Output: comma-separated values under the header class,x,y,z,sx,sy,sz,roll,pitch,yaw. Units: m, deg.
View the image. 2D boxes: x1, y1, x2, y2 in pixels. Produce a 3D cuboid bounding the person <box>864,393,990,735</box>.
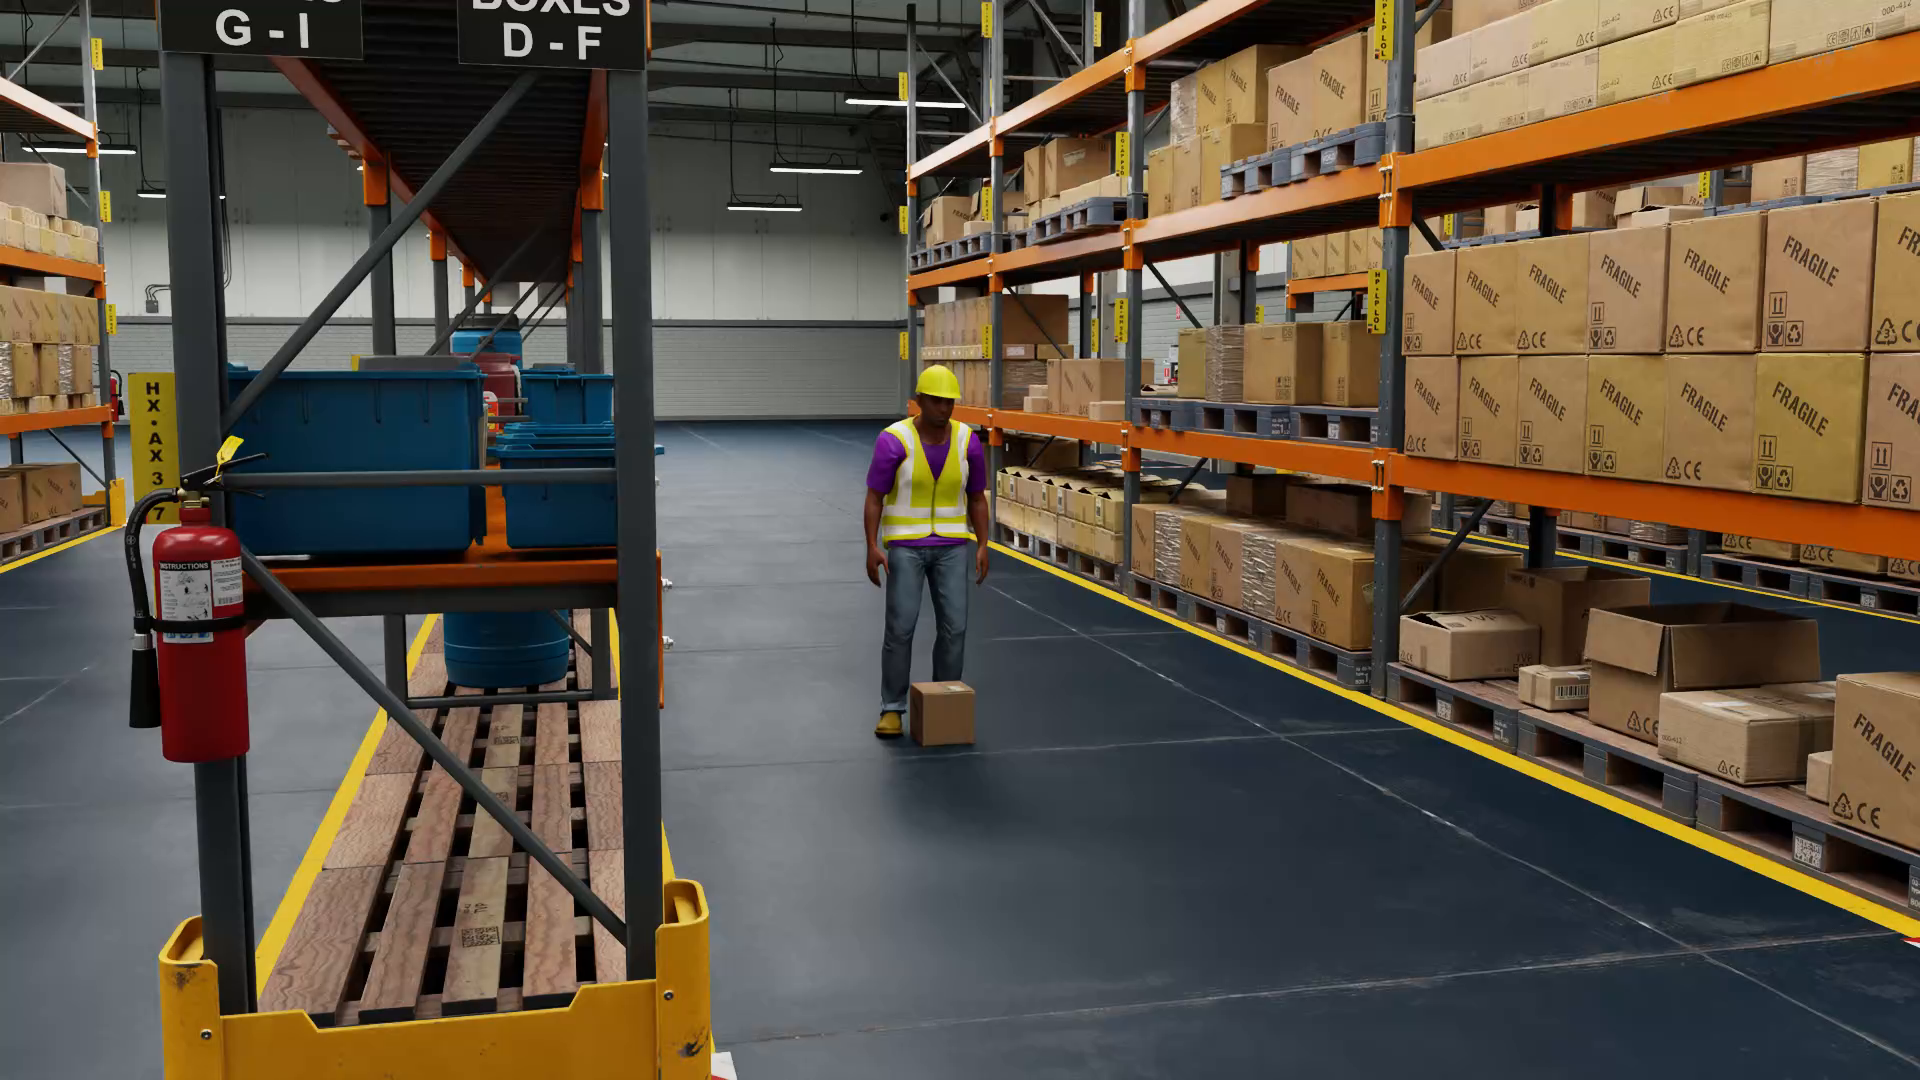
class,x,y,z,sx,sy,sz,roll,pitch,yaw
person,-10.335,-2.917,1.567,23.622,9.002,6.211,-2,6,-17
